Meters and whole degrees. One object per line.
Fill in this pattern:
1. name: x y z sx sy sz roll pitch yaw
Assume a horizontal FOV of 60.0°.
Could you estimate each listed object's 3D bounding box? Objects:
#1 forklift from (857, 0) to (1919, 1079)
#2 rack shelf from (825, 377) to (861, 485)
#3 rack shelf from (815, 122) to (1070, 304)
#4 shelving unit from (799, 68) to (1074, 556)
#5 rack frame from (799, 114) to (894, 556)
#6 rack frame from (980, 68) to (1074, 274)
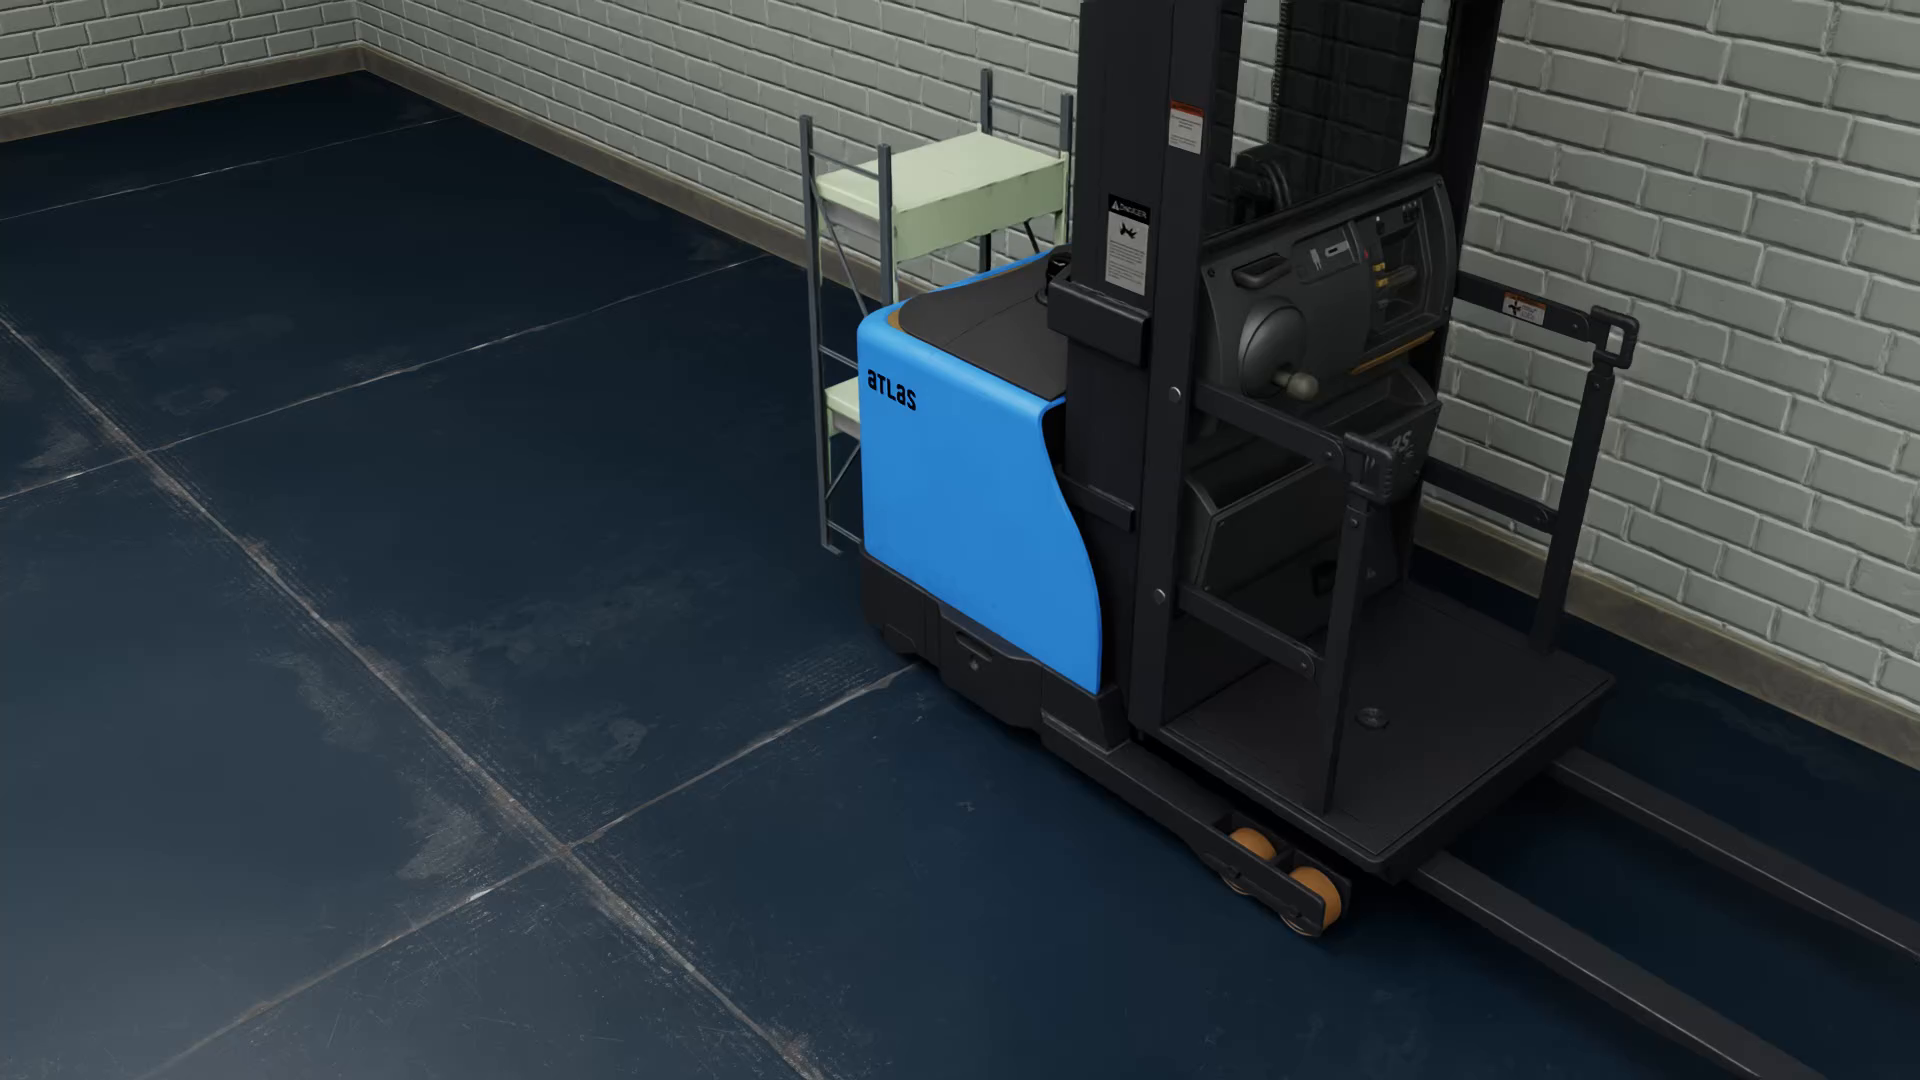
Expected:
1. forklift: 1.047 -0.570 3.872 1.130 2.935 3.031 -25 39 -35
2. rack shelf: -0.063 -0.396 5.584 0.720 0.370 0.431 -25 39 -35
3. rack shelf: -0.064 -1.007 5.211 0.720 0.370 0.431 -25 39 -35
4. shelving unit: -0.063 -0.674 5.414 0.755 1.500 0.431 -25 39 -35
5. rack frame: -0.335 -0.546 5.205 0.023 1.500 0.400 -25 39 -35
6. rack frame: 0.209 -0.802 5.623 0.023 1.500 0.400 -25 39 -35
